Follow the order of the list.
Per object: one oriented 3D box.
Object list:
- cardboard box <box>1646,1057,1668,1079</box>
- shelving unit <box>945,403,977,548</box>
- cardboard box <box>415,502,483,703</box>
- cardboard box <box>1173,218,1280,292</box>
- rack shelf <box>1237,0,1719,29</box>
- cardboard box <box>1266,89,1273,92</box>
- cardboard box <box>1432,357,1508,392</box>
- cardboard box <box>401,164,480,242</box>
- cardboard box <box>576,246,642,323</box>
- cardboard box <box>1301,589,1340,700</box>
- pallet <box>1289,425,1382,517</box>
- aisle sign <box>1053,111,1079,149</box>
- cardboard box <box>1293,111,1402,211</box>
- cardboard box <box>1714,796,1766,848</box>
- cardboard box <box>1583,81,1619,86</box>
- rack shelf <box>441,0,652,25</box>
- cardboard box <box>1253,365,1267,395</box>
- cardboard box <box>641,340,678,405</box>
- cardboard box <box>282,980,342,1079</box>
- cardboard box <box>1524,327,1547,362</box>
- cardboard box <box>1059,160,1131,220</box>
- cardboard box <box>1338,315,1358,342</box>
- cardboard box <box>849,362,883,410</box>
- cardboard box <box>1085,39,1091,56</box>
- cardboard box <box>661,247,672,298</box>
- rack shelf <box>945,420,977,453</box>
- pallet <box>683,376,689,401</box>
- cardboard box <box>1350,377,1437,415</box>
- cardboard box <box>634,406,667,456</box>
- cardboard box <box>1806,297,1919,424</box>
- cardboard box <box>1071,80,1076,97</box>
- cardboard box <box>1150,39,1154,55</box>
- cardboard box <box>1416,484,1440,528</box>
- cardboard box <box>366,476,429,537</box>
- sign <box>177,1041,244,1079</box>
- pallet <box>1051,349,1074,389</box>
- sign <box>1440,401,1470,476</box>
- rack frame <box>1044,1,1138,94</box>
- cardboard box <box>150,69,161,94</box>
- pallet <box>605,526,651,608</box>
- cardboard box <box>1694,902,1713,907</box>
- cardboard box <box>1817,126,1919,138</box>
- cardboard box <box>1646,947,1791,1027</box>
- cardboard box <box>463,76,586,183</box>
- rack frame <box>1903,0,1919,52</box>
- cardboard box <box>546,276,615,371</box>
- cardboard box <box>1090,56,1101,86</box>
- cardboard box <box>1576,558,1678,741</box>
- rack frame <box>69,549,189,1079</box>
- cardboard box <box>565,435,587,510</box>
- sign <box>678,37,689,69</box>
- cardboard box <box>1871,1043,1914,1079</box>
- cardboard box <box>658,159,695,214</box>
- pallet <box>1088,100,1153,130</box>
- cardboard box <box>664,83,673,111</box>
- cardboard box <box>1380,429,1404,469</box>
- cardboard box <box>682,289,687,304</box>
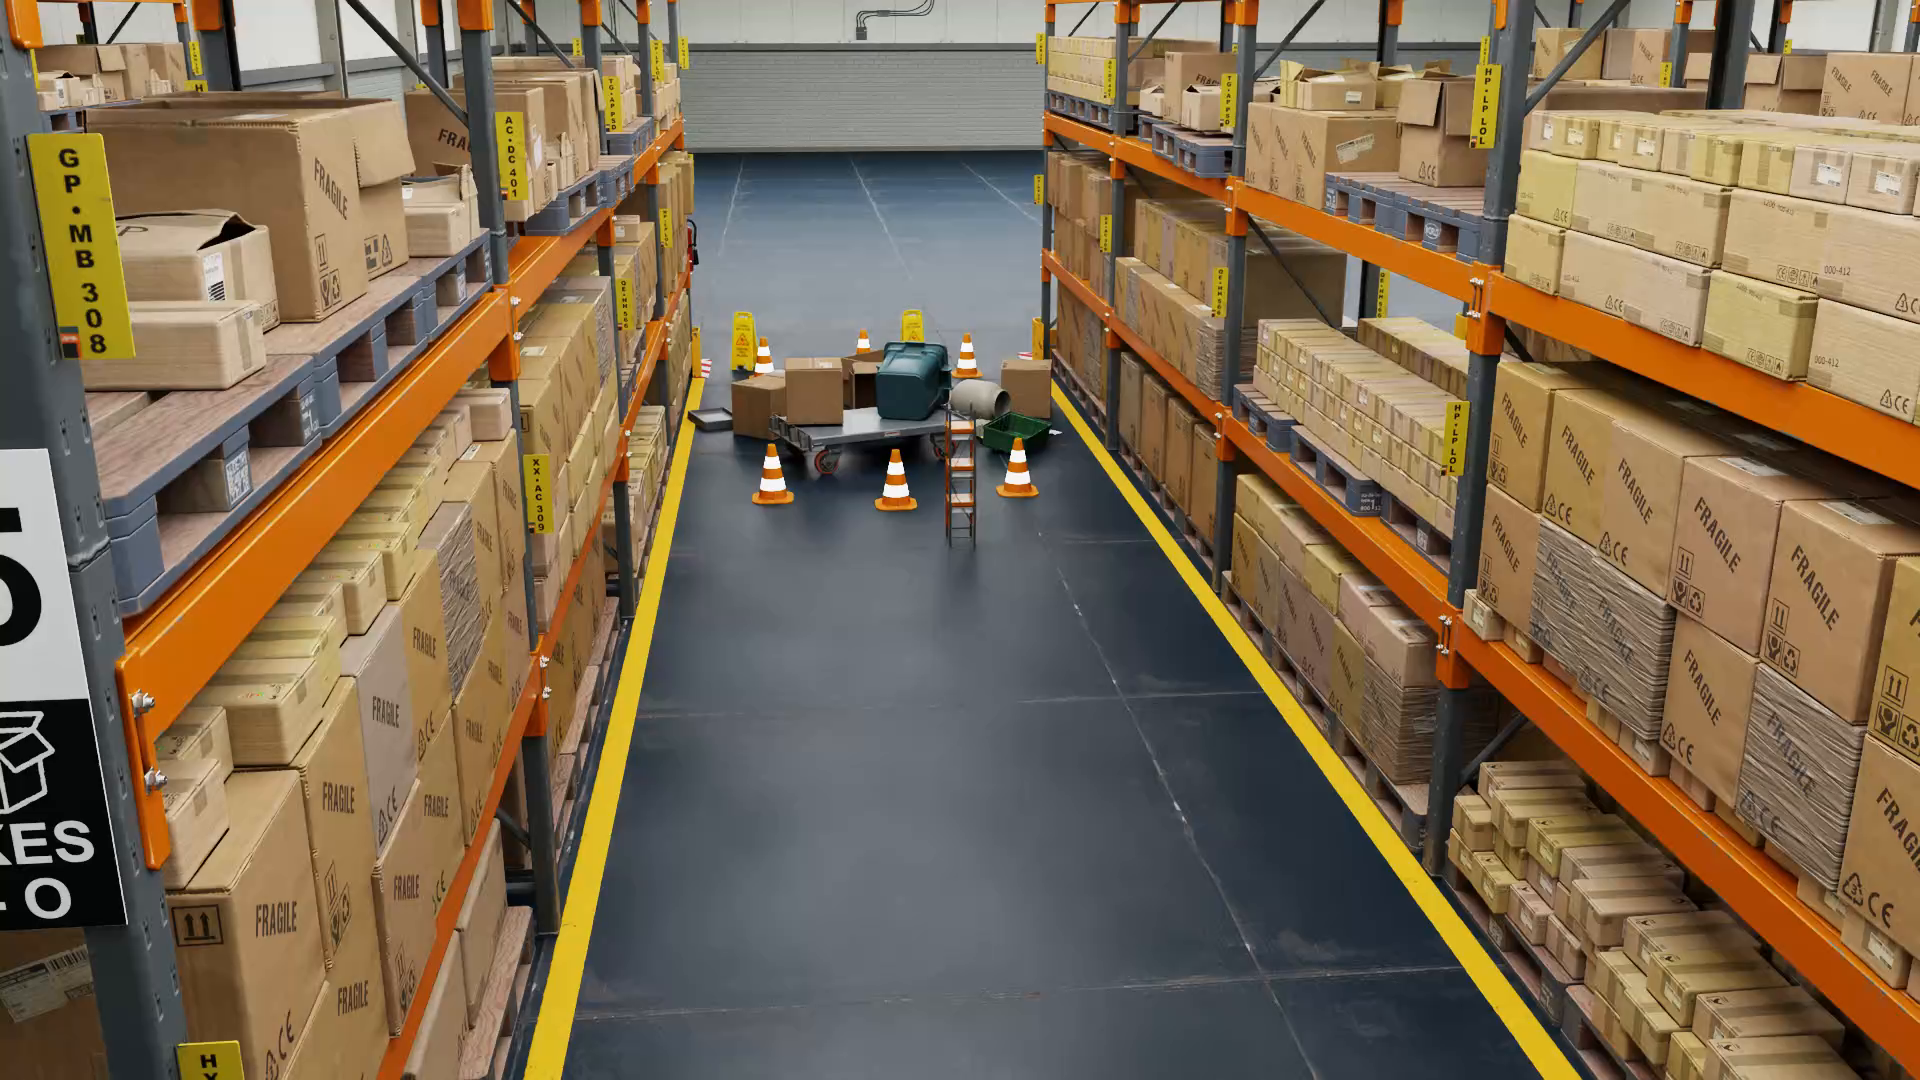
[{"bbox_3d":[2.665,1.841,5.864,0.380,0.149,0.250,-1,17,-4],"label":"cardboard box"},{"bbox_3d":[0.006,-0.485,12.469,0.215,1.050,0.252,-2,18,-6],"label":"shelving unit"},{"bbox_3d":[-1.814,0.195,5.213,0.500,0.500,0.500,-2,17,-5],"label":"cardboard box"},{"bbox_3d":[2.059,-2.205,12.855,0.700,0.500,0.500,-2,18,-6],"label":"cardboard box"},{"bbox_3d":[2.463,-2.823,8.513,1.077,0.370,4.000,-2,18,-6],"label":"rack shelf"},{"bbox_3d":[2.350,-3.070,11.821,0.500,0.250,0.500,-1,17,-4],"label":"cardboard box"},{"bbox_3d":[2.895,-0.937,9.380,0.380,0.149,0.250,-1,17,-3],"label":"cardboard box"},{"bbox_3d":[-1.859,-1.150,5.681,0.396,0.266,0.258,-1,17,-4],"label":"cardboard box"},{"bbox_3d":[-2.638,-1.901,12.359,0.500,0.500,0.500,-2,18,-8],"label":"cardboard box"},{"bbox_3d":[2.242,0.575,9.309,0.500,0.500,0.500,-2,18,-7],"label":"cardboard box"},{"bbox_3d":[2.502,-0.410,9.296,1.003,0.211,1.213,-2,18,-6],"label":"pallet"},{"bbox_3d":[1.126,-4.726,18.382,0.394,0.787,0.004,-2,18,-6],"label":"aisle sign"},{"bbox_3d":[2.167,-2.093,9.162,0.500,0.500,0.500,-2,18,-6],"label":"cardboard box"},{"bbox_3d":[2.679,0.860,5.350,0.380,0.149,0.250,-1,17,-5],"label":"cardboard box"},{"bbox_3d":[6.326,-4.435,16.374,0.380,0.149,0.250,-1,17,-3],"label":"cardboard box"},{"bbox_3d":[-2.862,-3.831,11.726,1.077,0.370,4.000,-2,18,-6],"label":"rack shelf"},{"bbox_3d":[2.102,-1.031,10.672,0.380,0.149,0.250,-2,18,-6],"label":"cardboard box"},{"bbox_3d":[-2.861,-1.529,15.178,0.500,0.500,0.500,-1,17,-3],"label":"cardboard box"},{"bbox_3d":[-1.595,1.277,3.436,0.500,0.500,0.500,-2,18,-6],"label":"cardboard box"},{"bbox_3d":[6.519,-2.241,18.279,0.500,0.500,0.500,3,18,9],"label":"cardboard box"},{"bbox_3d":[1.503,-3.617,17.136,0.875,0.550,0.550,-2,18,-6],"label":"cardboard box"},{"bbox_3d":[2.479,-1.280,11.579,0.500,0.500,0.500,-2,17,-5],"label":"cardboard box"},{"bbox_3d":[-0.677,-1.441,16.200,0.797,0.637,0.503,-2,18,-6],"label":"cardboard box"},{"bbox_3d":[1.384,-4.623,15.606,0.380,0.149,0.250,-2,18,-5],"label":"cardboard box"},{"bbox_3d":[-2.837,-2.428,14.740,0.500,0.500,0.500,-2,18,-6],"label":"cardboard box"},{"bbox_3d":[0.006,-0.746,12.387,0.215,0.259,0.240,-2,18,-6],"label":"rack shelf"},{"bbox_3d":[-3.425,-1.694,17.722,1.003,0.211,1.213,-2,18,-6],"label":"pallet"},{"bbox_3d":[2.300,-0.765,8.830,0.380,0.149,0.250,-3,18,-8],"label":"cardboard box"},{"bbox_3d":[-3.012,-0.889,14.188,0.950,0.372,0.625,-2,17,-5],"label":"cardboard box"},{"bbox_3d":[2.674,-0.494,4.484,0.500,0.250,0.500,-1,17,-3],"label":"cardboard box"},{"bbox_3d":[1.306,-4.469,16.448,0.380,0.149,0.250,-2,18,-5],"label":"cardboard box"},{"bbox_3d":[2.012,-4.720,15.915,0.380,0.149,0.250,-2,18,-6],"label":"cardboard box"},{"bbox_3d":[2.404,-0.169,7.924,0.380,0.149,0.250,-2,18,-5],"label":"cardboard box"},{"bbox_3d":[-1.826,-0.085,5.020,0.380,0.149,0.250,-2,18,-7],"label":"cardboard box"},{"bbox_3d":[-1.278,1.010,2.874,0.100,0.325,0.005,-2,18,-6],"label":"sign"},{"bbox_3d":[1.592,-1.907,18.400,1.003,0.211,1.213,-2,18,-6],"label":"pallet"},{"bbox_3d":[2.118,-0.433,7.114,0.100,0.325,0.005,-2,18,-6],"label":"sign"},{"bbox_3d":[1.432,-6.336,17.835,1.000,3.000,0.127,-2,18,-6],"label":"rack frame"},{"bbox_3d":[-8.004,-4.438,16.155,0.396,0.266,0.258,-2,18,-5],"label":"cardboard box"},{"bbox_3d":[-2.735,0.190,11.718,1.003,0.211,1.213,-2,18,-6],"label":"pallet"},{"bbox_3d":[3.032,1.441,6.642,0.380,0.149,0.250,-2,18,-5],"label":"cardboard box"},{"bbox_3d":[3.089,-1.292,5.526,0.380,0.149,0.250,-2,18,-8],"label":"cardboard box"},{"bbox_3d":[2.635,1.553,5.788,0.380,0.149,0.250,-2,18,-5],"label":"cardboard box"},{"bbox_3d":[-2.186,-2.070,8.387,0.500,0.500,0.500,-2,18,-5],"label":"cardboard box"},{"bbox_3d":[11.302,-6.612,18.715,1.000,3.000,0.127,-2,18,-6],"label":"rack frame"},{"bbox_3d":[-2.343,-1.286,9.929,0.500,0.500,0.500,-2,18,-7],"label":"cardboard box"},{"bbox_3d":[1.486,-4.321,15.310,0.500,0.250,0.500,-2,18,-6],"label":"cardboard box"},{"bbox_3d":[2.544,0.366,5.841,0.500,0.500,0.500,-2,18,-7],"label":"cardboard box"},{"bbox_3d":[-1.831,1.476,2.967,1.000,3.000,0.127,-2,18,-6],"label":"rack frame"},{"bbox_3d":[-2.116,-0.328,8.129,0.500,0.250,0.500,-2,17,-5],"label":"cardboard box"},{"bbox_3d":[-2.927,-5.155,17.604,0.100,0.325,0.005,-2,18,-6],"label":"sign"},{"bbox_3d":[3.192,1.691,5.348,0.380,0.149,0.250,-1,17,-3],"label":"cardboard box"},{"bbox_3d":[-3.012,-3.512,16.523,0.700,0.500,0.500,-2,18,-6],"label":"cardboard box"},{"bbox_3d":[1.770,-3.915,15.279,1.003,0.211,1.213,-2,18,-6],"label":"pallet"},{"bbox_3d":[-2.997,-4.193,15.772,0.500,0.250,0.500,-2,18,-5],"label":"cardboard box"},{"bbox_3d":[2.348,-0.467,8.379,0.380,0.149,0.250,-2,18,-7],"label":"cardboard box"},{"bbox_3d":[-3.035,-2.508,17.214,0.380,0.149,0.250,-1,17,-4],"label":"cardboard box"}]
